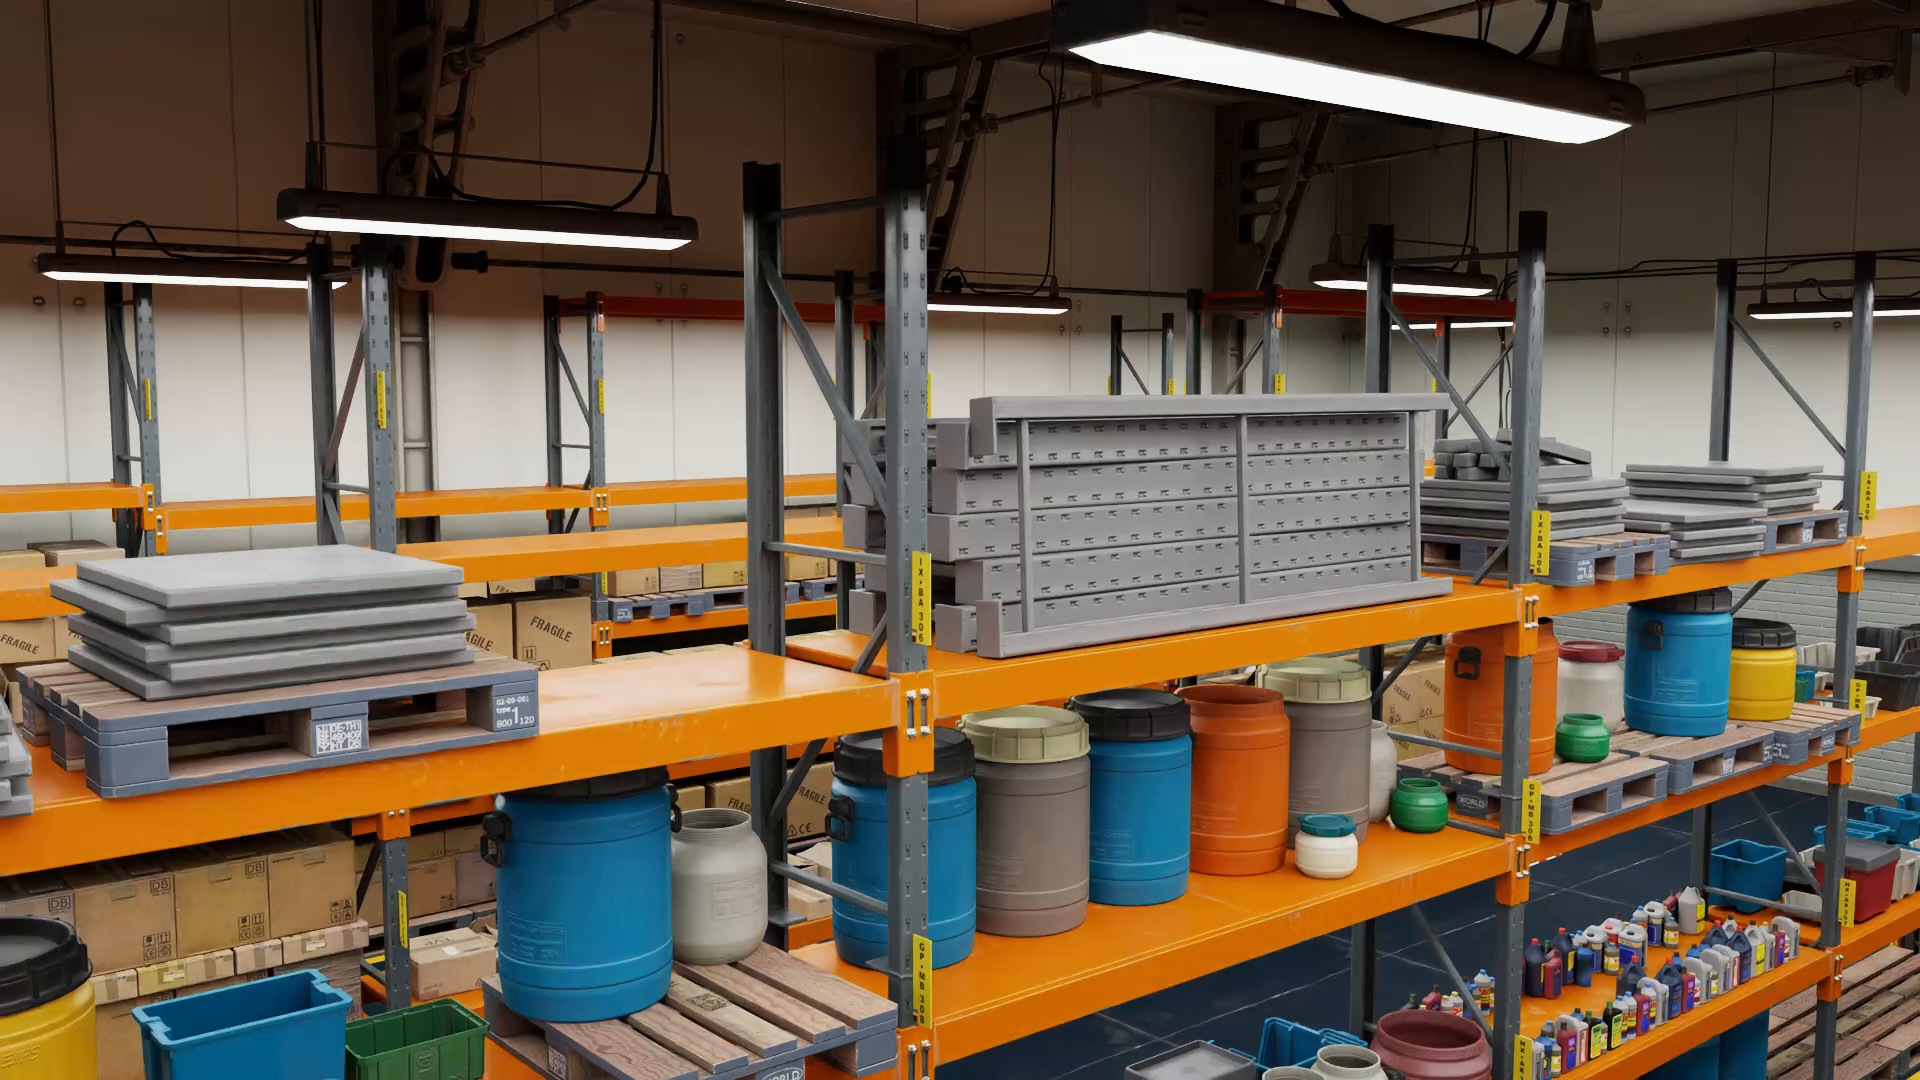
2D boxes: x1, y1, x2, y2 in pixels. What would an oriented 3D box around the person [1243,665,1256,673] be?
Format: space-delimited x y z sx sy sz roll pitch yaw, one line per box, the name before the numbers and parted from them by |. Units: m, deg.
person | 3.749 2.258 21.181 0.666 1.718 1.095 3 6 28
